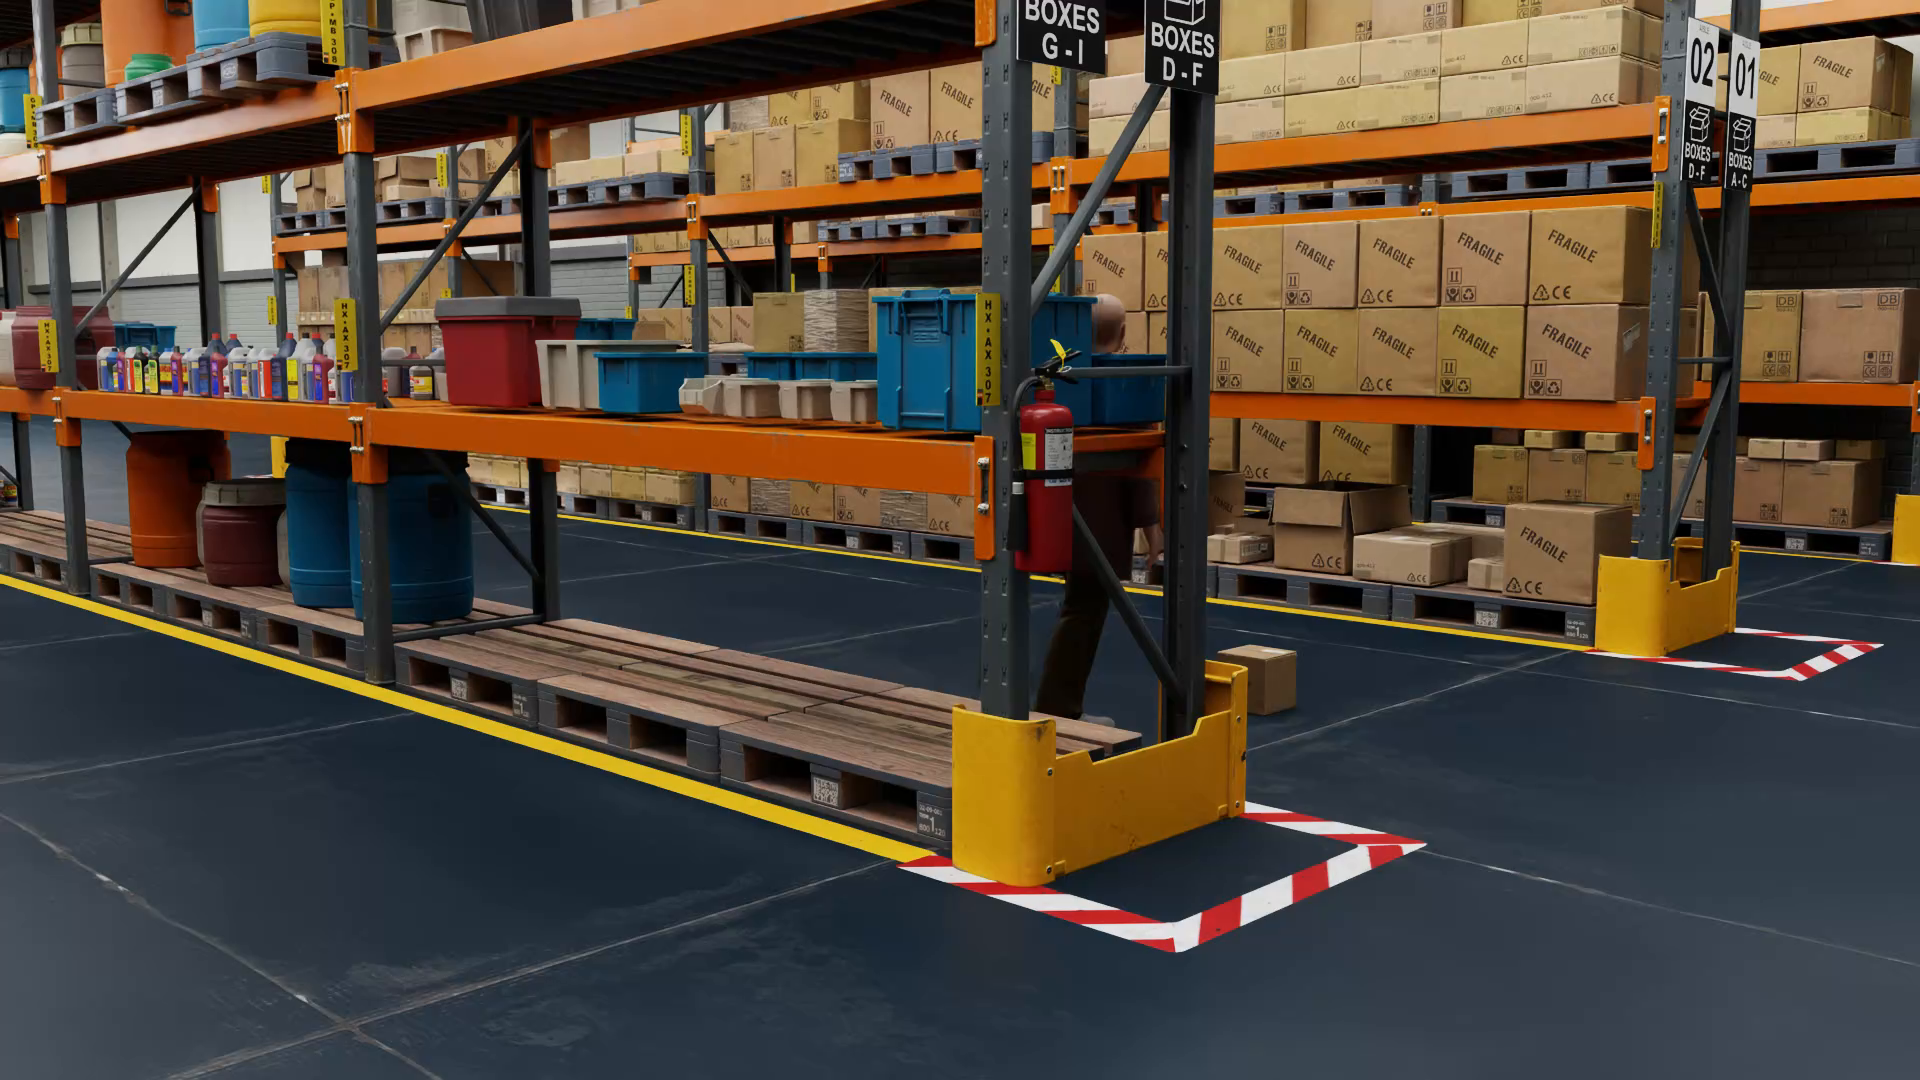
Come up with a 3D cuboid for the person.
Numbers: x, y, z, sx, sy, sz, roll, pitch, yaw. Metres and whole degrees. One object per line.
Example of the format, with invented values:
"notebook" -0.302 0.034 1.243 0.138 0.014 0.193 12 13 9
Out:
"person" 0.502 -0.075 6.632 0.546 1.797 0.628 -5 9 -38
